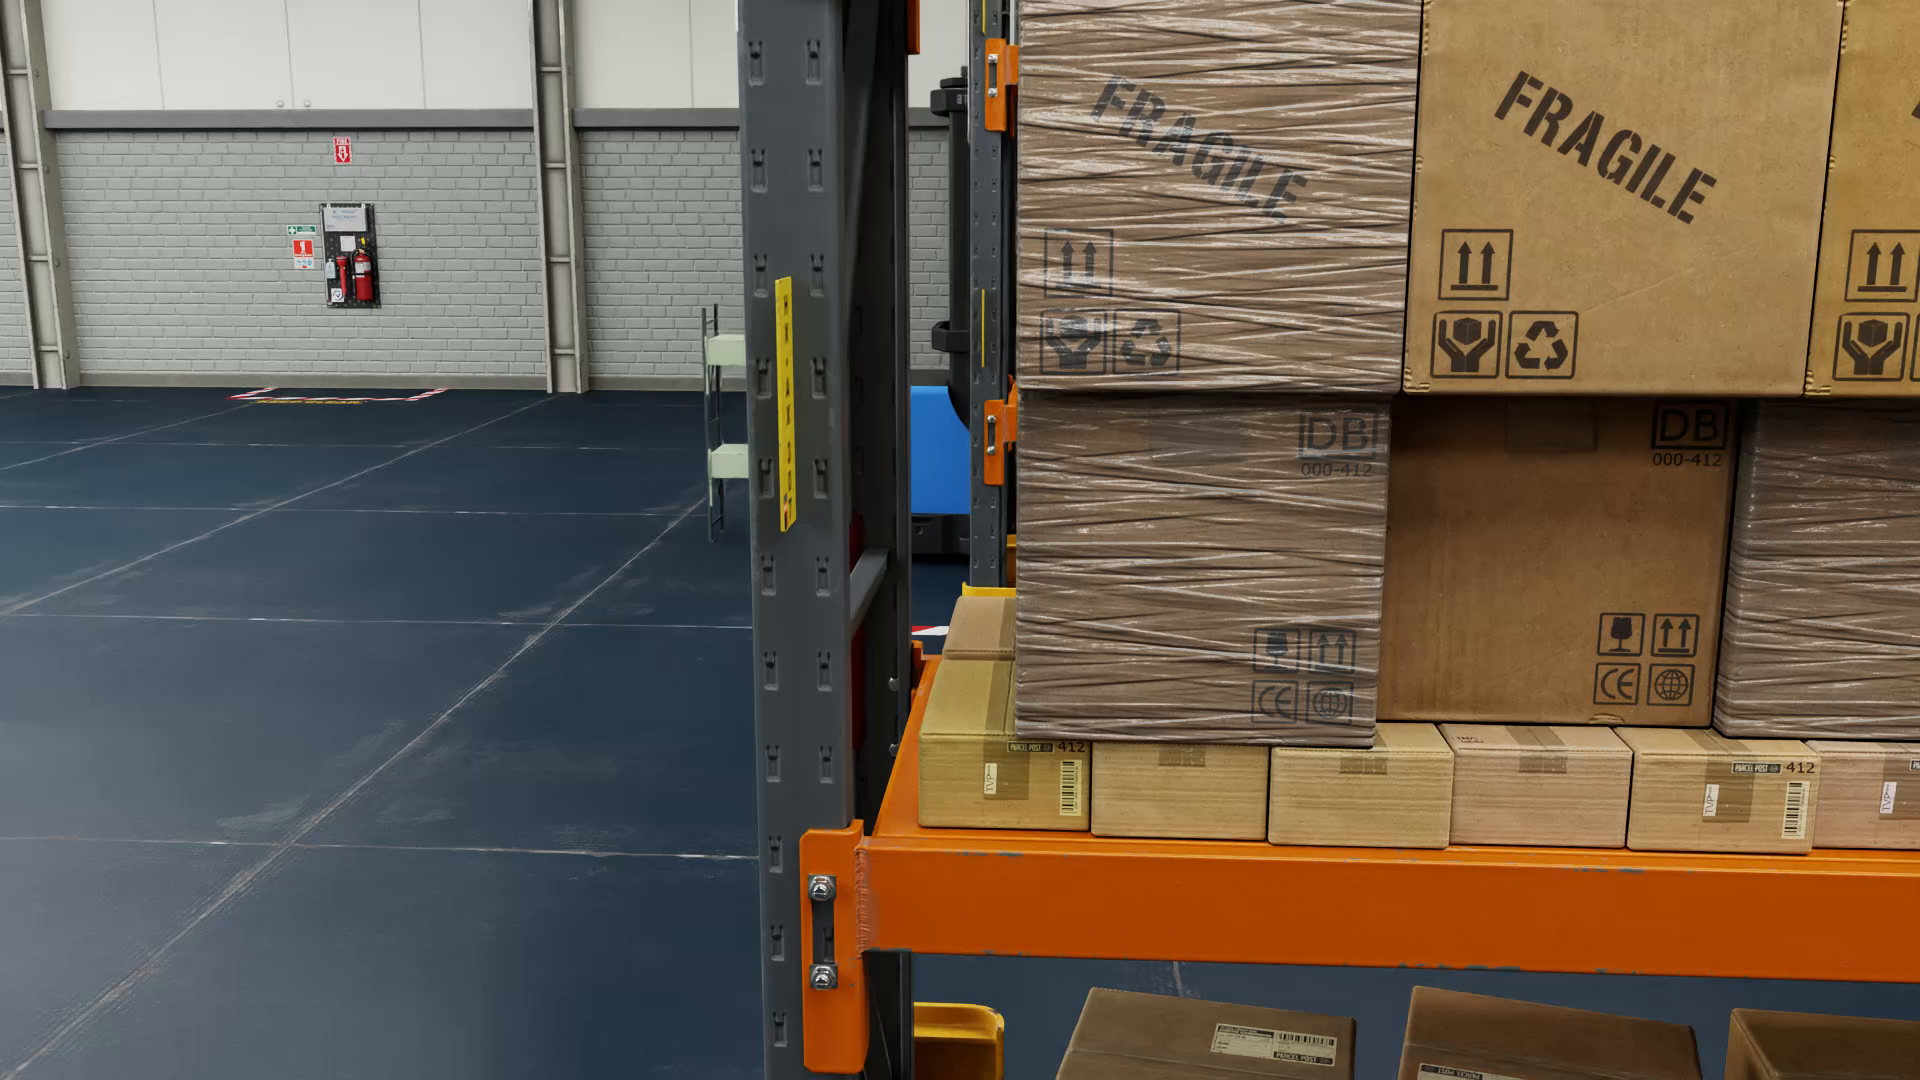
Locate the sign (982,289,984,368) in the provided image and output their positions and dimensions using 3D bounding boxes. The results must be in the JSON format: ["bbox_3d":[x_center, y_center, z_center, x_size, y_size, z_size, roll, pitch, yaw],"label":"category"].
[{"bbox_3d":[0.098,-0.901,7.072,0.005,0.325,0.100,1,12,4],"label":"sign"}]

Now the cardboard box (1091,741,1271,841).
[{"bbox_3d":[0.325,0.317,2.539,0.250,0.149,0.380,1,12,4],"label":"cardboard box"}]

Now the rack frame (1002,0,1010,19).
[{"bbox_3d":[0.140,-3.814,7.023,0.127,3.000,1.000,1,12,4],"label":"rack frame"}]

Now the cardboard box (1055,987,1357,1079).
[{"bbox_3d":[0.430,1.164,2.956,0.500,0.500,0.500,3,12,14],"label":"cardboard box"}]

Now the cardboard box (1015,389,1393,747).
[{"bbox_3d":[0.355,-0.047,2.697,0.500,0.500,0.875,1,12,4],"label":"cardboard box"}]

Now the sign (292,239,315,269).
[{"bbox_3d":[-7.437,-3.238,18.836,0.234,0.329,0.001,1,12,4],"label":"sign"}]

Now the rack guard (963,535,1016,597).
[{"bbox_3d":[0.218,0.337,7.934,0.348,0.500,1.175,1,12,4],"label":"rack guard"}]

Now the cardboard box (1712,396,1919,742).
[{"bbox_3d":[1.358,-0.049,2.706,0.500,0.500,0.875,1,12,4],"label":"cardboard box"}]

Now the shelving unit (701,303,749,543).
[{"bbox_3d":[-1.225,-0.751,10.695,0.755,1.500,0.431,1,12,4],"label":"shelving unit"}]

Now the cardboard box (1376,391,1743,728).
[{"bbox_3d":[0.862,-0.065,2.781,0.500,0.500,0.875,1,12,4],"label":"cardboard box"}]

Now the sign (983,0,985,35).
[{"bbox_3d":[0.098,-2.238,6.792,0.005,0.325,0.100,1,12,4],"label":"sign"}]

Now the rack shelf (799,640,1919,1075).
[{"bbox_3d":[1.804,0.514,2.743,4.000,0.370,1.077,1,12,4],"label":"rack shelf"}]

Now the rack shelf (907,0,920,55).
[{"bbox_3d":[1.804,-0.954,2.436,4.000,0.370,1.077,1,12,4],"label":"rack shelf"}]

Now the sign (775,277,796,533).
[{"bbox_3d":[-0.228,-0.179,2.181,0.005,0.325,0.100,1,12,4],"label":"sign"}]

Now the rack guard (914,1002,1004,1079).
[{"bbox_3d":[-0.116,1.359,3.051,0.348,0.500,1.175,1,12,4],"label":"rack guard"}]

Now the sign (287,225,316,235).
[{"bbox_3d":[-7.433,-3.496,18.773,0.331,0.109,0.001,1,12,4],"label":"sign"}]

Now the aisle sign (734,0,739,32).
[{"bbox_3d":[-0.273,-1.078,2.245,0.004,0.787,0.394,1,12,4],"label":"aisle sign"}]

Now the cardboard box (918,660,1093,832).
[{"bbox_3d":[0.077,0.310,2.574,0.250,0.149,0.380,1,12,4],"label":"cardboard box"}]

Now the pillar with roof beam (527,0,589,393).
[{"bbox_3d":[-4.717,-5.208,13.686,0.400,9.000,9.100,1,12,4],"label":"pillar with roof beam"}]

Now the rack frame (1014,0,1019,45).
[{"bbox_3d":[0.474,-4.826,11.860,0.127,3.000,1.000,1,12,4],"label":"rack frame"}]

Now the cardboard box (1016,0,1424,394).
[{"bbox_3d":[0.339,-0.486,2.355,0.500,0.500,0.500,1,12,4],"label":"cardboard box"}]

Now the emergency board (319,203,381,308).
[{"bbox_3d":[-6.892,-3.192,18.703,0.643,1.169,0.194,1,12,4],"label":"emergency board"}]

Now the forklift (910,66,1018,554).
[{"bbox_3d":[0.669,-1.382,10.218,3.031,2.935,1.130,1,12,4],"label":"forklift"}]

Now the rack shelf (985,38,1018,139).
[{"bbox_3d":[2.135,-1.966,7.273,4.000,0.370,1.077,1,12,4],"label":"rack shelf"}]

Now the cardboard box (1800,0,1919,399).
[{"bbox_3d":[1.336,-0.472,2.284,0.500,0.500,0.500,1,12,4],"label":"cardboard box"}]

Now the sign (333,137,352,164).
[{"bbox_3d":[-6.893,-4.347,18.564,0.199,0.298,0.001,1,12,4],"label":"sign"}]

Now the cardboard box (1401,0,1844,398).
[{"bbox_3d":[0.838,-0.478,2.315,0.500,0.500,0.500,1,12,4],"label":"cardboard box"}]

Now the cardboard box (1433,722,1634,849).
[{"bbox_3d":[0.824,0.323,2.512,0.250,0.149,0.380,1,12,4],"label":"cardboard box"}]

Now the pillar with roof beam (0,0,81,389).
[{"bbox_3d":[-10.703,-5.290,14.078,0.400,9.000,9.100,1,12,4],"label":"pillar with roof beam"}]

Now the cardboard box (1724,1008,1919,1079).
[{"bbox_3d":[1.653,1.178,2.891,0.500,0.500,0.500,2,12,9],"label":"cardboard box"}]

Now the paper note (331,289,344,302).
[{"bbox_3d":[-7.064,-2.778,18.872,0.142,0.148,0.016,1,12,4],"label":"paper note"}]

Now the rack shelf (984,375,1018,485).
[{"bbox_3d":[2.135,-0.498,7.580,4.000,0.370,1.077,1,12,4],"label":"rack shelf"}]

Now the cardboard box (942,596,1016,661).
[{"bbox_3d":[0.107,0.219,3.009,0.250,0.149,0.380,1,12,4],"label":"cardboard box"}]

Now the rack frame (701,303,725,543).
[{"bbox_3d":[-1.590,-0.756,10.719,0.023,1.500,0.400,1,12,4],"label":"rack frame"}]

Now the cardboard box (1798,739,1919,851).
[{"bbox_3d":[1.325,0.326,2.499,0.250,0.149,0.380,1,12,4],"label":"cardboard box"}]

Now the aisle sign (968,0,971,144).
[{"bbox_3d":[0.048,-2.091,7.090,0.004,0.787,0.394,1,12,4],"label":"aisle sign"}]

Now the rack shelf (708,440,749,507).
[{"bbox_3d":[-1.225,-0.432,10.762,0.720,0.370,0.431,1,12,4],"label":"rack shelf"}]

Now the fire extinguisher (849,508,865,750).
[{"bbox_3d":[-0.275,0.076,3.265,0.183,0.674,0.296,1,12,4],"label":"fire extinguisher"}]

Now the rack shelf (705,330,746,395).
[{"bbox_3d":[-1.225,-1.133,10.615,0.720,0.370,0.431,1,12,4],"label":"rack shelf"}]

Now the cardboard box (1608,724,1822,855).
[{"bbox_3d":[1.073,0.328,2.489,0.250,0.149,0.380,1,12,4],"label":"cardboard box"}]

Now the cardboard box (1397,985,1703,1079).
[{"bbox_3d":[1.029,1.165,2.950,0.500,0.500,0.500,4,12,19],"label":"cardboard box"}]

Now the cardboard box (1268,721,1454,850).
[{"bbox_3d":[0.574,0.324,2.508,0.250,0.149,0.380,1,12,4],"label":"cardboard box"}]

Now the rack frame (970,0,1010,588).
[{"bbox_3d":[0.140,-0.878,7.637,0.127,3.000,1.000,1,12,4],"label":"rack frame"}]
